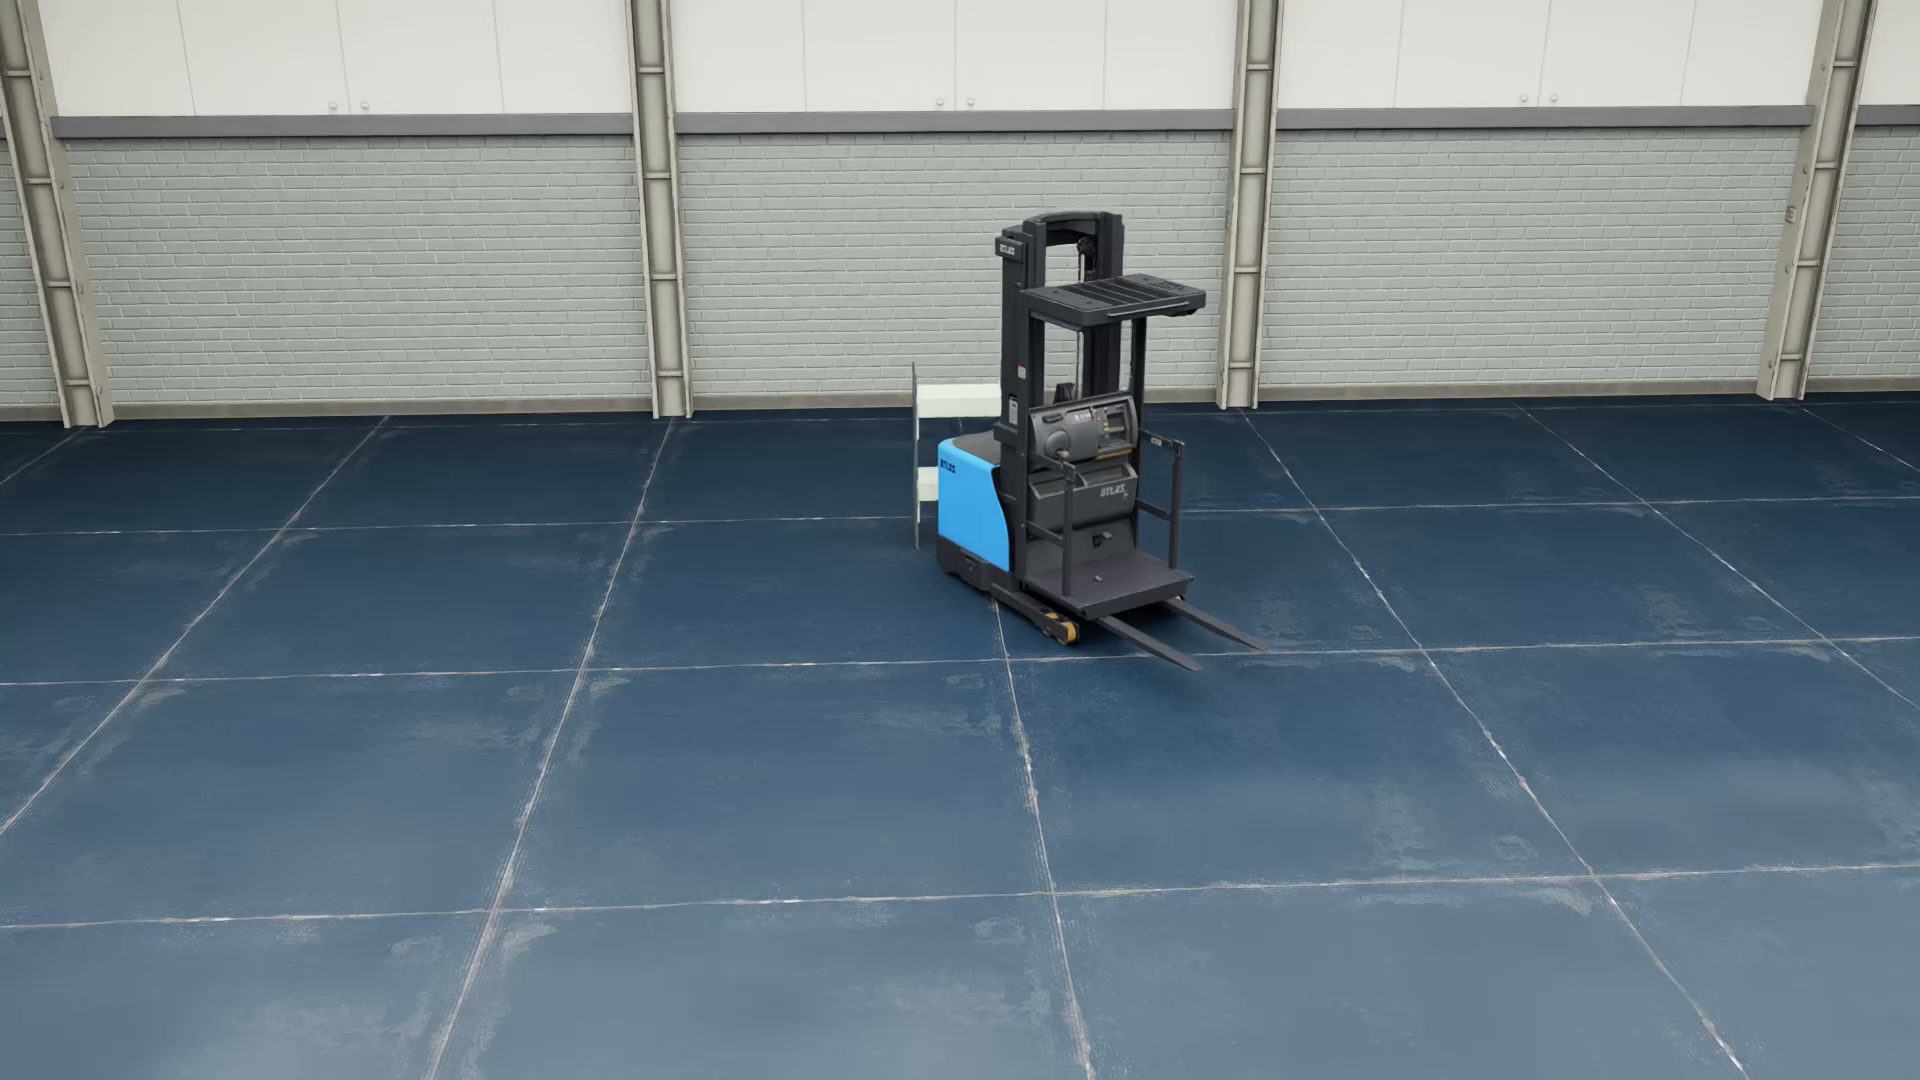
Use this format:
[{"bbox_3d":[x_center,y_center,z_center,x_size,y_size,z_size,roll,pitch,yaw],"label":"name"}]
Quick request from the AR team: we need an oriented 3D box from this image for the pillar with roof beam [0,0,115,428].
[{"bbox_3d":[-8.766,-3.887,11.614,0.400,9.000,9.100,-1,21,-3],"label":"pillar with roof beam"}]

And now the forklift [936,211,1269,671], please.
[{"bbox_3d":[1.033,-0.804,12.044,1.130,2.935,3.031,-13,24,-31],"label":"forklift"}]

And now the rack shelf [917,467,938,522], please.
[{"bbox_3d":[-0.005,-0.401,13.912,0.720,0.370,0.431,-1,21,-4],"label":"rack shelf"}]

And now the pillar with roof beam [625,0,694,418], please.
[{"bbox_3d":[-2.776,-4.009,11.934,0.400,9.000,9.100,-1,21,-3],"label":"pillar with roof beam"}]

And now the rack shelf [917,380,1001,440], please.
[{"bbox_3d":[-0.005,-1.070,13.655,0.720,0.370,0.431,-1,21,-4],"label":"rack shelf"}]

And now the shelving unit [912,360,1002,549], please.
[{"bbox_3d":[-0.005,-0.705,13.795,0.755,1.500,0.431,-1,21,-4],"label":"shelving unit"}]

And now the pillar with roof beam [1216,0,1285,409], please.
[{"bbox_3d":[3.214,-4.130,12.254,0.400,9.000,9.100,-1,21,-3],"label":"pillar with roof beam"}]

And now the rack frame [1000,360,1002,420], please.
[{"bbox_3d":[0.360,-0.715,13.820,0.023,1.500,0.400,-1,21,-4],"label":"rack frame"}]

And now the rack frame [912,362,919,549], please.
[{"bbox_3d":[-0.370,-0.696,13.771,0.023,1.500,0.400,-1,21,-4],"label":"rack frame"}]

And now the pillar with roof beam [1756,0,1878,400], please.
[{"bbox_3d":[9.204,-4.252,12.574,0.400,9.000,9.100,-1,21,-3],"label":"pillar with roof beam"}]
